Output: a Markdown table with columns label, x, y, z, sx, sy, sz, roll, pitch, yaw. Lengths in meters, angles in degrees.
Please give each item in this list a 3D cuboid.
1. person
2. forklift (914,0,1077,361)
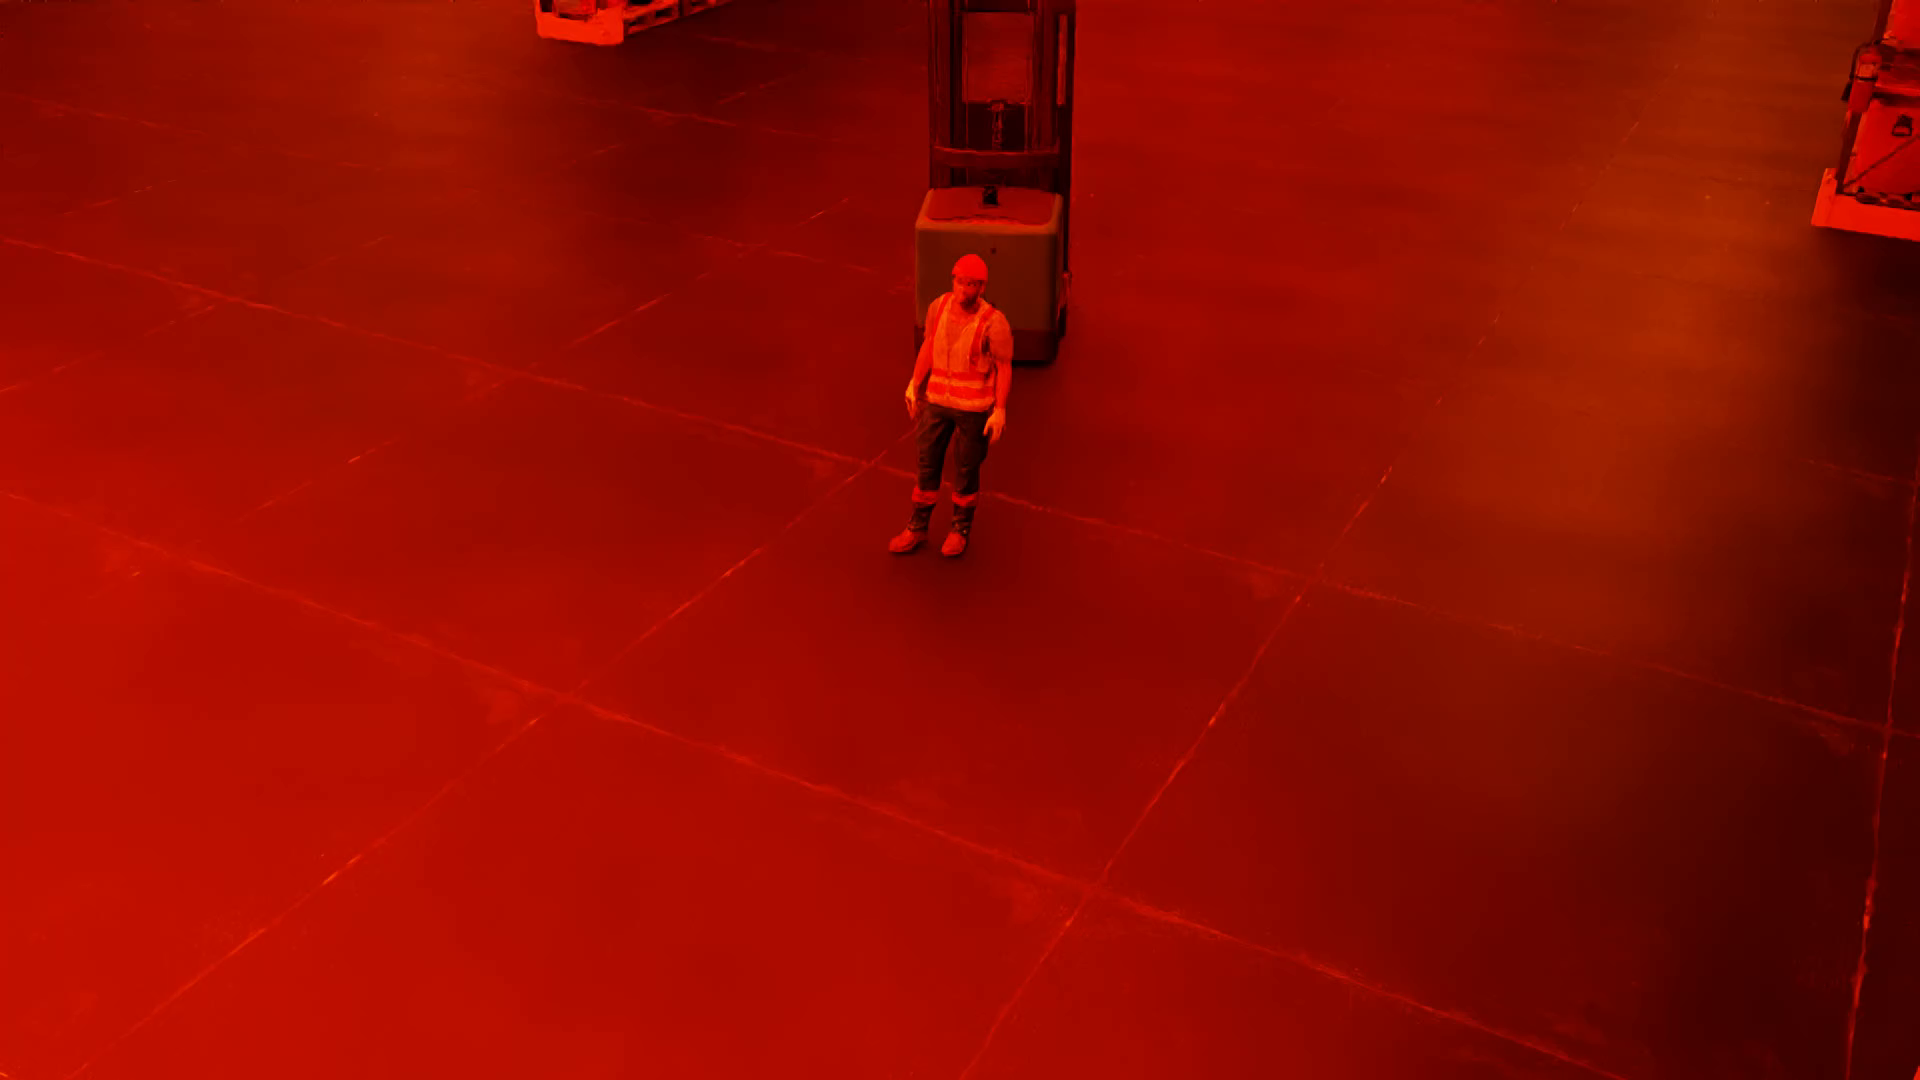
| label | x | y | z | sx | sy | sz | roll | pitch | yaw |
| --- | --- | --- | --- | --- | --- | --- | --- | --- | --- |
| person | -0.048 | -0.748 | 9.496 | 0.637 | 1.787 | 0.563 | 15 | 33 | 25 |
| forklift | 0.333 | -3.286 | 12.764 | 1.130 | 2.935 | 3.031 | 3 | 30 | 5 |
